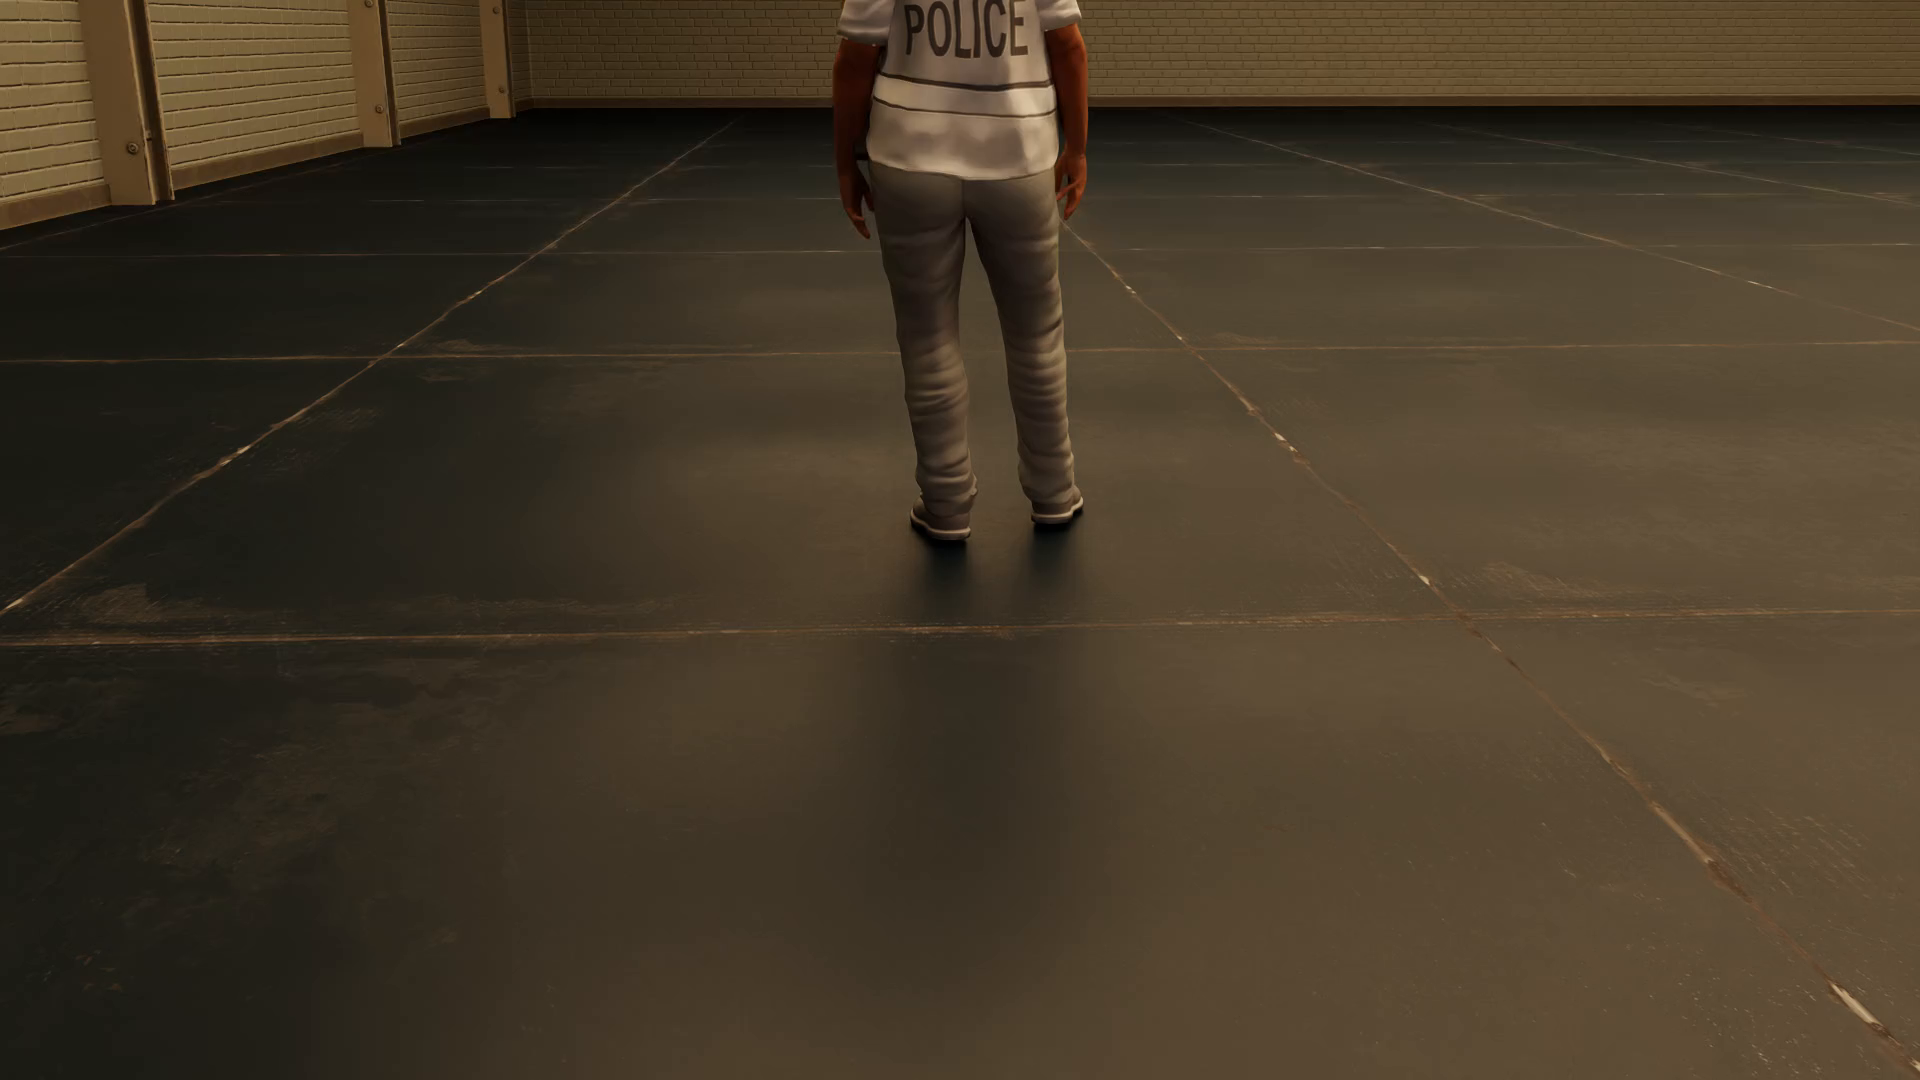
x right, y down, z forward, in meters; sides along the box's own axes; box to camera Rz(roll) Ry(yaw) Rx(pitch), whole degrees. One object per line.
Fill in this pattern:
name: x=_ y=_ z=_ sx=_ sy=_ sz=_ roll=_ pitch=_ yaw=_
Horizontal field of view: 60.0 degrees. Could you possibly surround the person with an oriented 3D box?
person: x=0.019 y=-0.827 z=3.746 sx=0.598 sy=1.670 sz=0.529 roll=-1 pitch=17 yaw=-3
